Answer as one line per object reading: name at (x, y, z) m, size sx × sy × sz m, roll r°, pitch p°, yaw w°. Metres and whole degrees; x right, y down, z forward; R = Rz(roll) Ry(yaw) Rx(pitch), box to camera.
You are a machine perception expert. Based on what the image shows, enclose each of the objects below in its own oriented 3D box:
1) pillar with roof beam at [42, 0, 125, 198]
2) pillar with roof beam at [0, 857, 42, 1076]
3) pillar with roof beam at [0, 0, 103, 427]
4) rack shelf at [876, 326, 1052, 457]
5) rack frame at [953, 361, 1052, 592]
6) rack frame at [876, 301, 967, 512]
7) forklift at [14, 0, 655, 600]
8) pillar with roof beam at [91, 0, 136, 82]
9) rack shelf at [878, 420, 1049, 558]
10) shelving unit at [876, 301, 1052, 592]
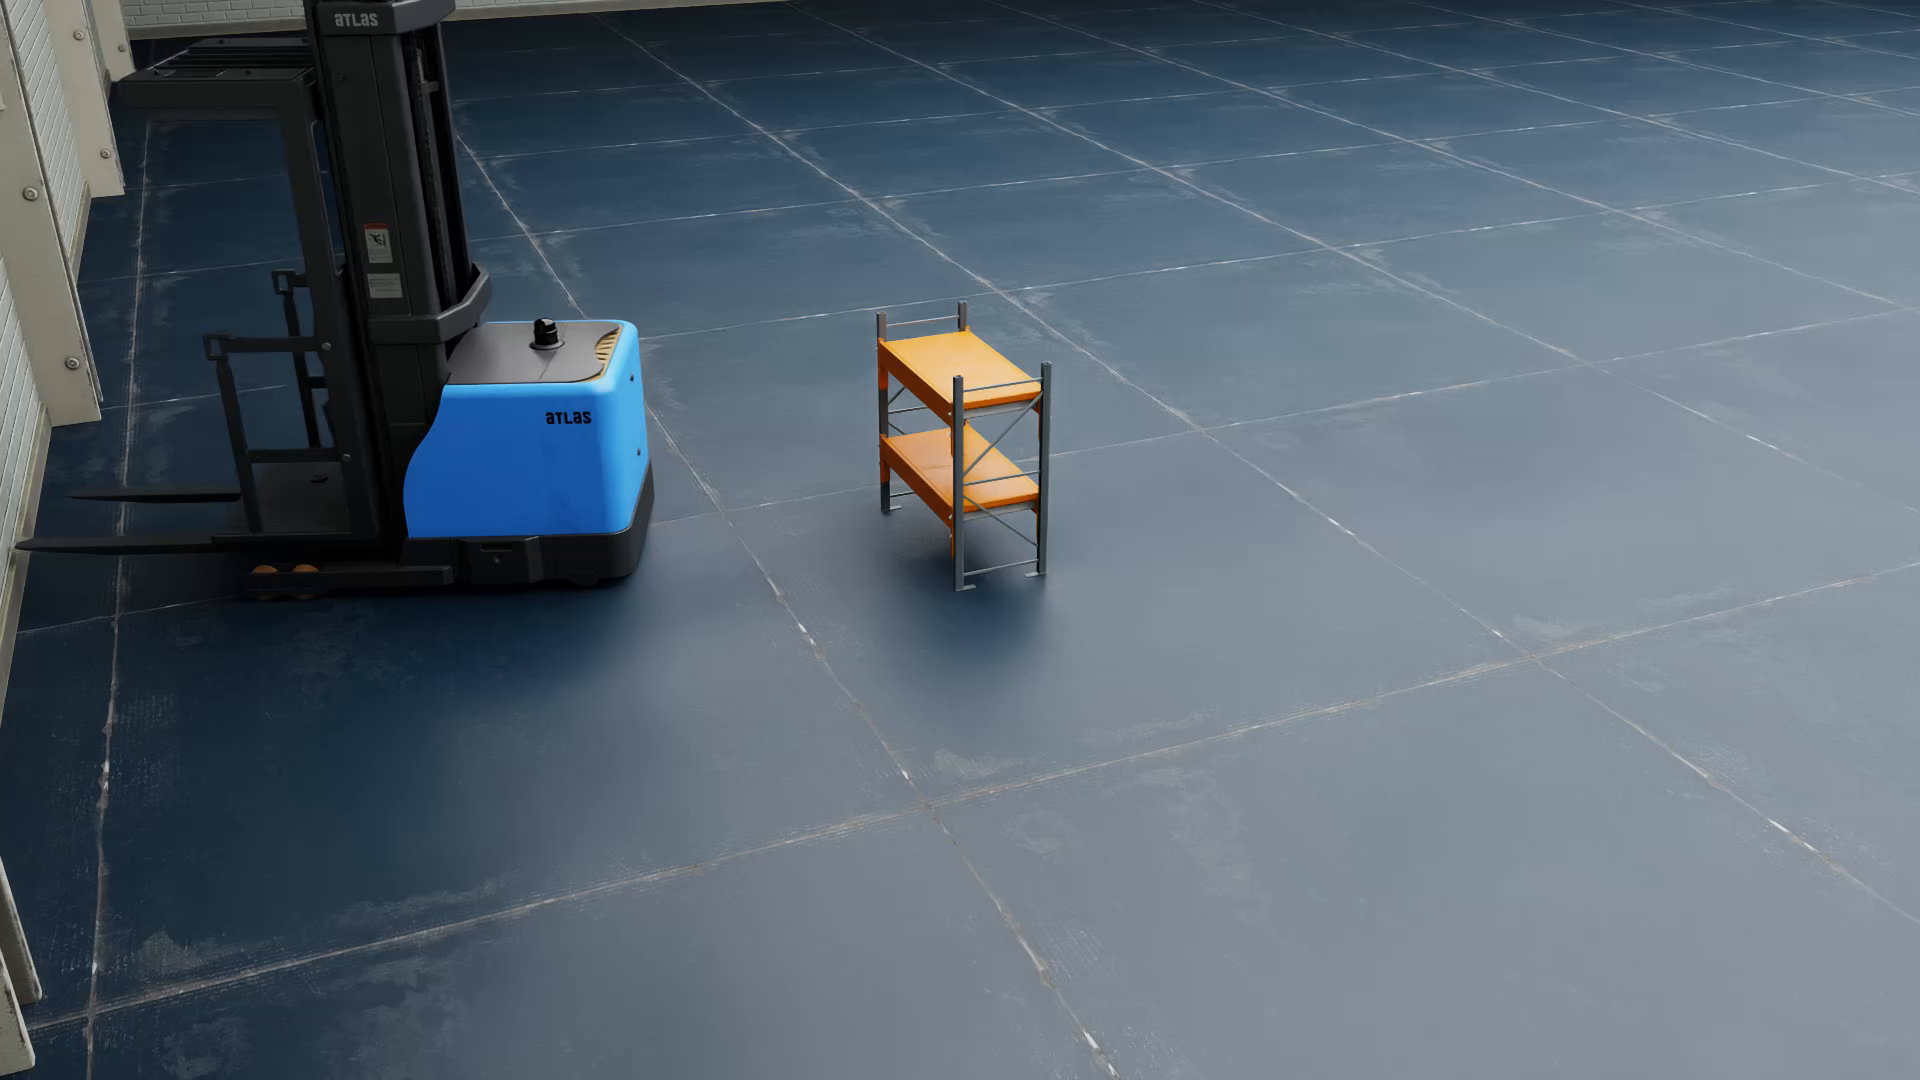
pillar with roof beam at (-3.913, -7.999, 14.877) m, size 9.100 × 9.000 × 0.400 m, roll -11°, pitch 28°, yaw -21°
pillar with roof beam at (0.787, -3.155, 4.955) m, size 9.100 × 9.000 × 0.400 m, roll -11°, pitch 28°, yaw -21°
pillar with roof beam at (-1.563, -5.577, 9.916) m, size 9.100 × 9.000 × 0.400 m, roll -11°, pitch 28°, yaw -21°
rack shelf at (0.003, -0.766, 8.369) m, size 0.538 × 0.278 × 1.000 m, roll -11°, pitch 28°, yaw -21°
rack frame at (0.202, -0.298, 8.077) m, size 0.500 × 1.125 × 0.032 m, roll -11°, pitch 28°, yaw -21°
rack frame at (-0.196, -0.708, 8.918) m, size 0.500 × 1.125 × 0.032 m, roll -11°, pitch 28°, yaw -21°
forklift at (-3.153, -1.261, 7.992) m, size 3.031 × 2.935 × 1.130 m, roll -1°, pitch 26°, yaw -3°
pillar with roof beam at (-6.262, -10.422, 19.838) m, size 9.100 × 9.000 × 0.400 m, roll -11°, pitch 28°, yaw -21°
rack shelf at (0.003, -0.283, 8.605) m, size 0.538 × 0.278 × 1.000 m, roll -11°, pitch 28°, yaw -21°
shelving unit at (0.003, -0.503, 8.498) m, size 0.538 × 1.125 × 1.048 m, roll -11°, pitch 28°, yaw -21°
